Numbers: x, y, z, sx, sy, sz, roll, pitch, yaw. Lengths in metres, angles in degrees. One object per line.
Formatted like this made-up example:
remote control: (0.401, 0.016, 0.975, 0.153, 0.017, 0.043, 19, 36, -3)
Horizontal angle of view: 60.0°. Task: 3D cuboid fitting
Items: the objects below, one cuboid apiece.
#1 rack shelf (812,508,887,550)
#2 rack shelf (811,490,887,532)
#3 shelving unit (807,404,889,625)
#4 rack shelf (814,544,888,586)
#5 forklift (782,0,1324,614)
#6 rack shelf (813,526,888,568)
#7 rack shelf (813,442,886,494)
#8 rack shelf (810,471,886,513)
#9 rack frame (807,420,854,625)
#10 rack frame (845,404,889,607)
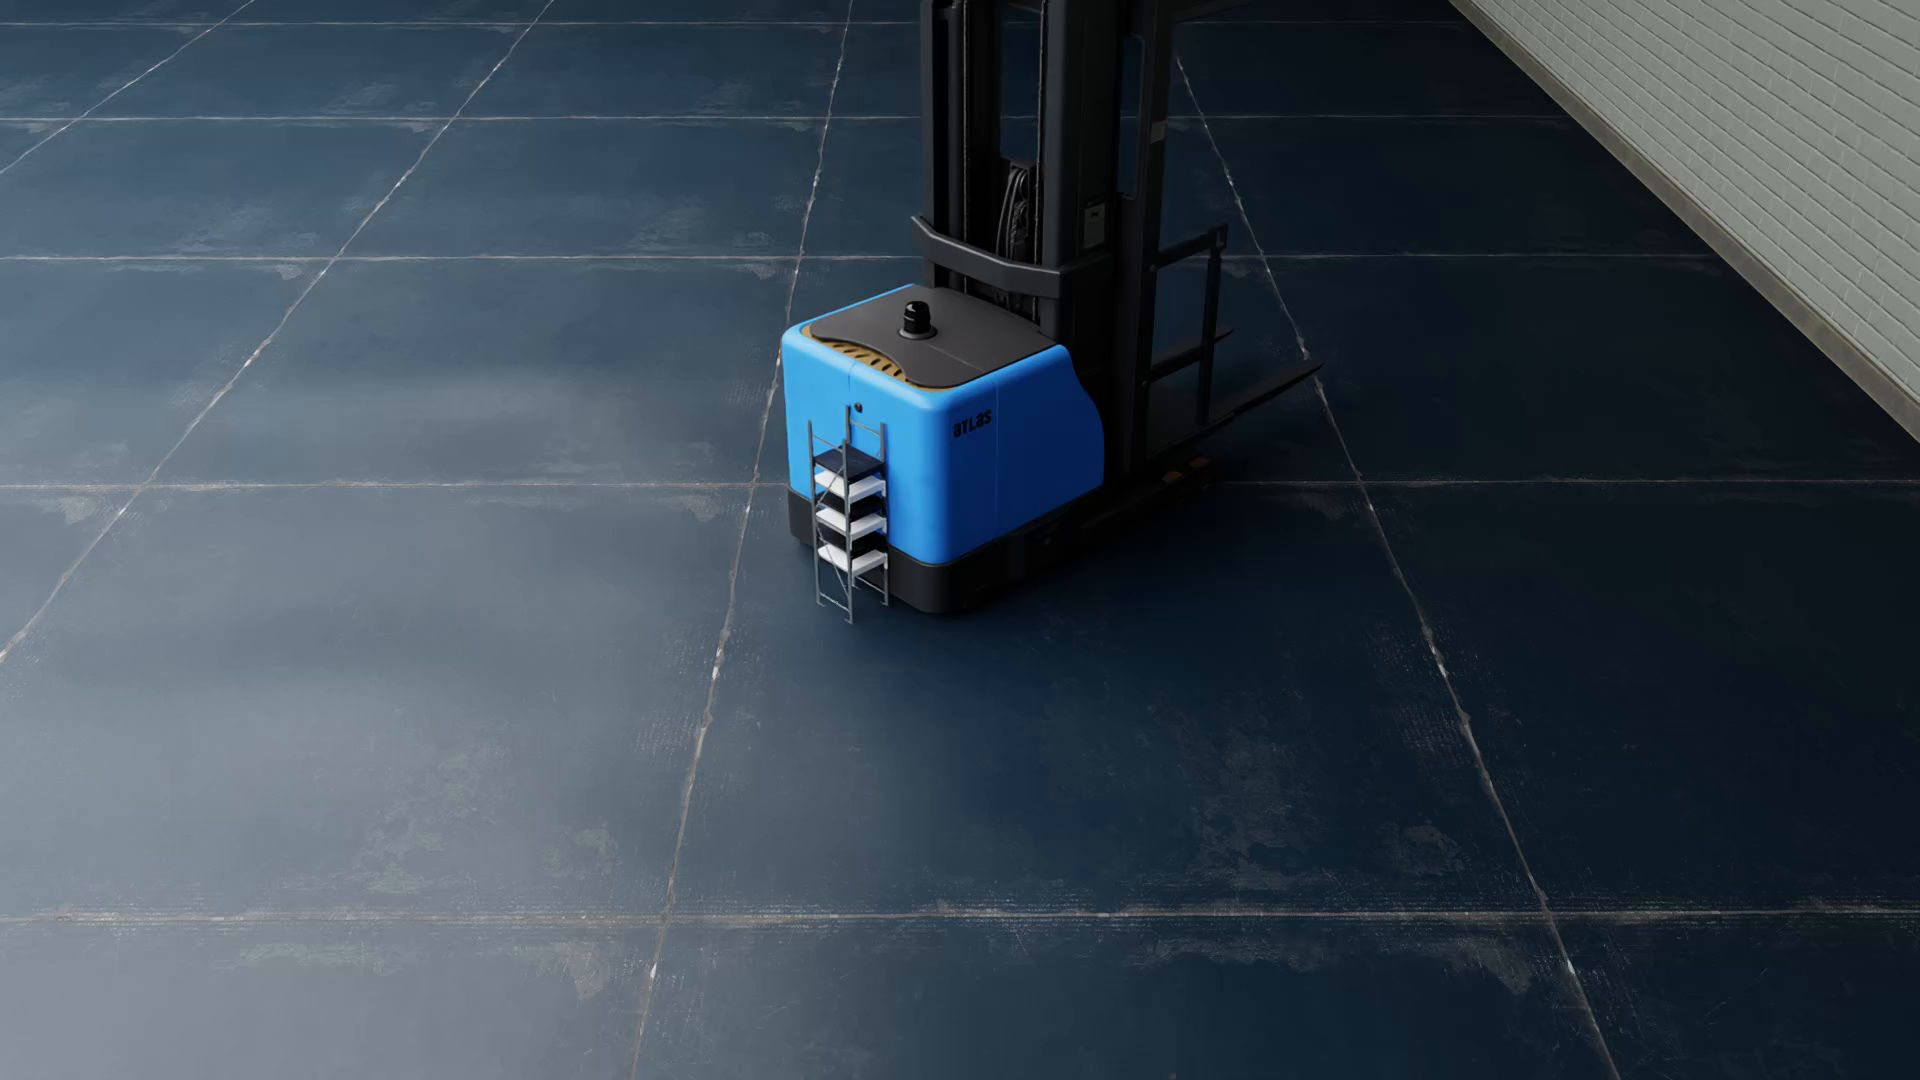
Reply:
rack shelf: (-0.469, -0.072, 7.065, 0.200, 0.077, 0.258, -26, 40, -36)
rack shelf: (-0.469, -0.149, 7.018, 0.200, 0.077, 0.258, -26, 40, -36)
shelving unit: (-0.469, -0.100, 7.047, 0.210, 0.900, 0.258, -26, 40, -36)
rack shelf: (-0.469, 0.082, 7.158, 0.200, 0.077, 0.258, -26, 40, -36)
forklift: (0.624, -1.594, 7.551, 3.031, 2.935, 1.130, -26, 40, -36)
rack shelf: (-0.469, 0.005, 7.111, 0.200, 0.077, 0.258, -26, 40, -36)
rack shelf: (-0.469, -0.302, 6.925, 0.200, 0.077, 0.258, -26, 40, -36)
rack shelf: (-0.469, -0.226, 6.971, 0.200, 0.077, 0.258, -26, 40, -36)
rack frame: (-0.542, -0.064, 6.987, 0.006, 0.900, 0.240, -26, 40, -36)
rack frame: (-0.395, -0.137, 7.108, 0.006, 0.900, 0.240, -26, 40, -36)
